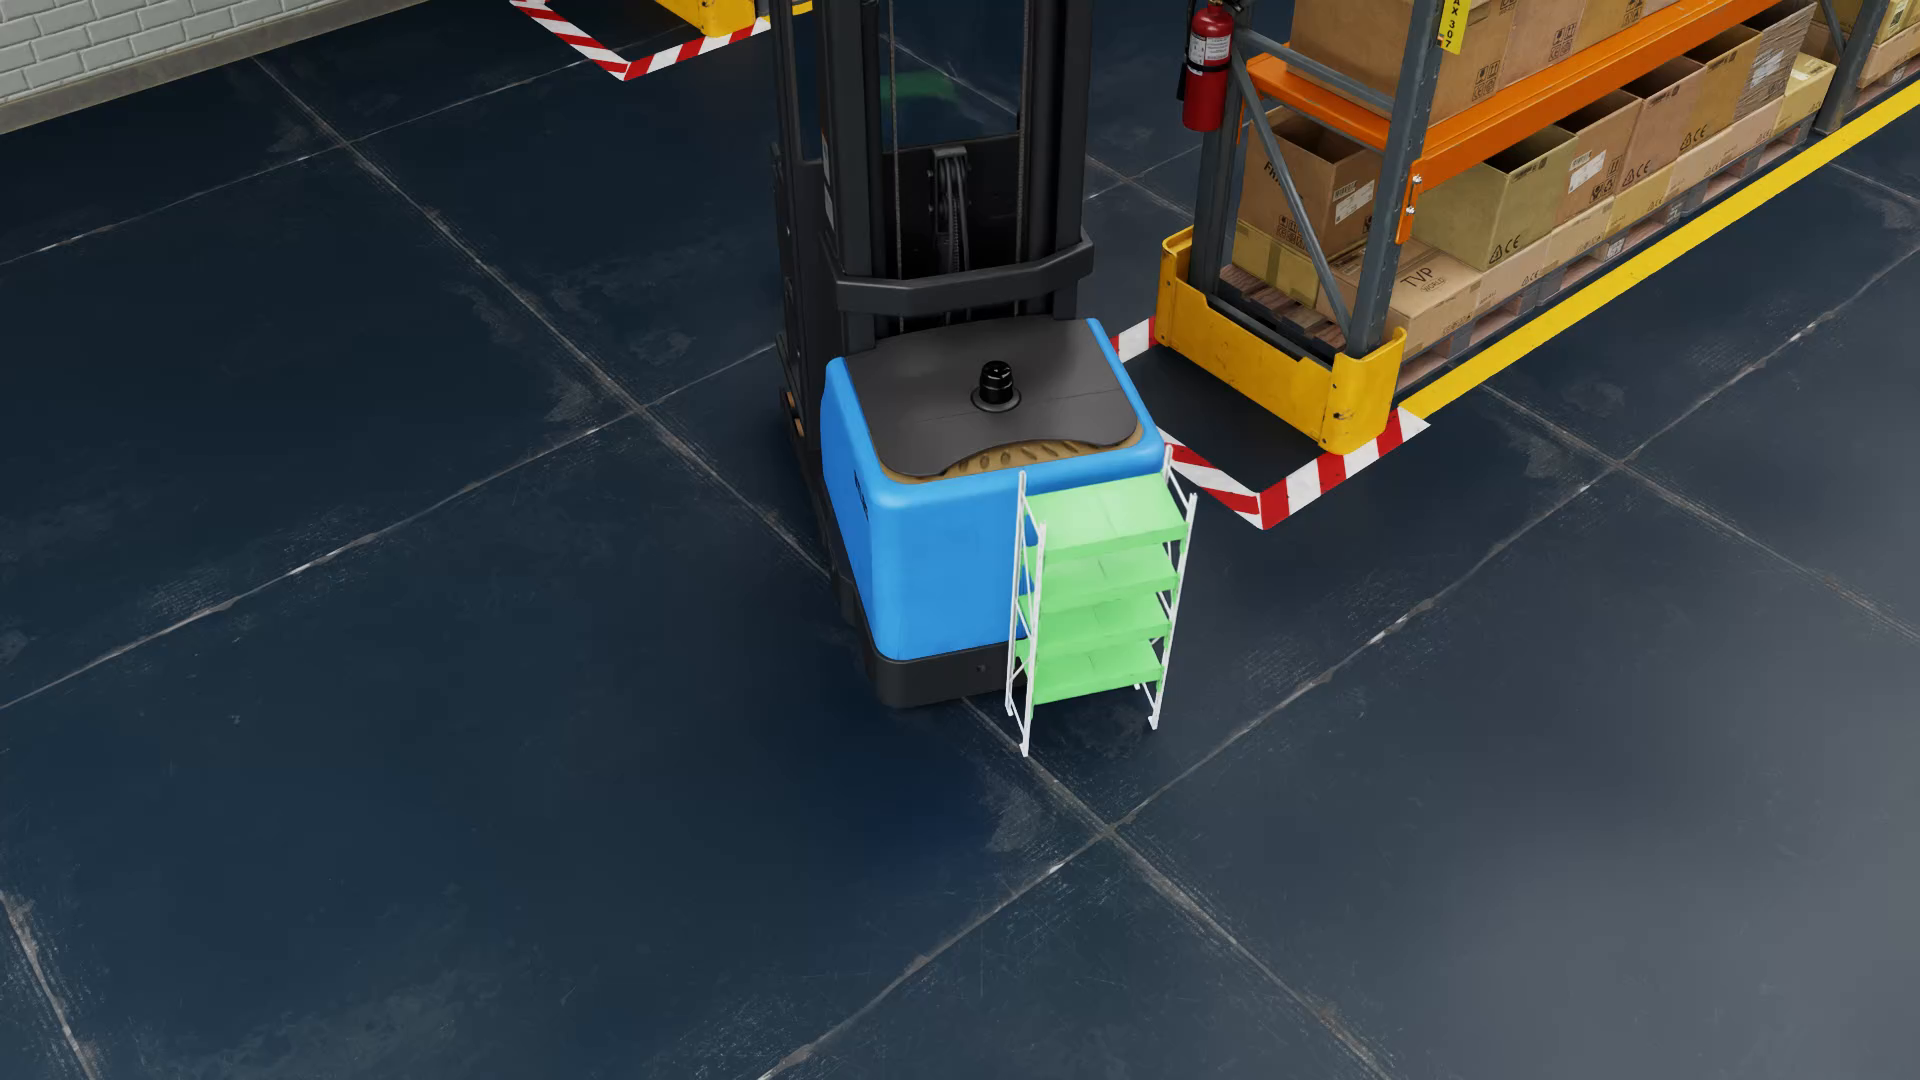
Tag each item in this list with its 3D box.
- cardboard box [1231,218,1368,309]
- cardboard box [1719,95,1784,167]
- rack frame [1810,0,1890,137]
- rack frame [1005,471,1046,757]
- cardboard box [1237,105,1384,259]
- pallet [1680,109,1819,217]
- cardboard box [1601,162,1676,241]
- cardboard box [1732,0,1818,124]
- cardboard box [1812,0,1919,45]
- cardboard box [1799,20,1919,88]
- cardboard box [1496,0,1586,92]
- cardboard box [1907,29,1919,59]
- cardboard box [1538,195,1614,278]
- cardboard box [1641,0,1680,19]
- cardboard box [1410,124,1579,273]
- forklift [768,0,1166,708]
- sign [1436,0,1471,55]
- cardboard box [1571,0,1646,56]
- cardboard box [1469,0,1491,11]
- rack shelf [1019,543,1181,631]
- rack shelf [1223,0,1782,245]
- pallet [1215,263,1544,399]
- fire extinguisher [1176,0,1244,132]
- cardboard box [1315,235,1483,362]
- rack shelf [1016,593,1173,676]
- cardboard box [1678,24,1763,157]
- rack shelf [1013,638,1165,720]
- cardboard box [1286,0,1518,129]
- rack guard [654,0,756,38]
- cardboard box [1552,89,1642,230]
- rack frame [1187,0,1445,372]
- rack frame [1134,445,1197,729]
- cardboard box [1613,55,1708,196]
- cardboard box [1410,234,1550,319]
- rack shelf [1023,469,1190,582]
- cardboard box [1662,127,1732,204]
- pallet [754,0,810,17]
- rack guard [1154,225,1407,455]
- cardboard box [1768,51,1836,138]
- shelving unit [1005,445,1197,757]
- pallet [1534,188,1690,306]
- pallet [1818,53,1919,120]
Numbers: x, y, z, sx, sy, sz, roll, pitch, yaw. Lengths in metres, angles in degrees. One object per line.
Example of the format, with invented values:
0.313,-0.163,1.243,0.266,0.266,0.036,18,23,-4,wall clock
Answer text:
1.625,-1.373,7.723,0.500,0.250,0.500,-30,51,-28,cardboard box
3.866,-2.207,8.610,0.500,0.250,0.500,-30,51,-28,cardboard box
4.471,-3.589,8.380,0.127,3.000,1.000,-30,51,-28,rack frame
0.214,0.278,5.565,0.015,1.200,0.240,-10,48,-11,rack frame
1.623,-1.648,7.467,0.500,0.500,0.500,-30,51,-28,cardboard box
3.834,-2.245,8.986,1.213,0.211,1.003,-30,51,-28,pallet
3.109,-1.759,8.134,0.500,0.250,0.500,-30,51,-28,cardboard box
3.865,-2.481,8.355,0.500,0.500,0.500,-30,51,-28,cardboard box
4.948,-2.995,9.040,0.500,0.311,0.500,-30,51,-28,cardboard box
4.939,-2.787,9.228,0.500,0.250,0.500,-31,51,-29,cardboard box
2.169,-2.300,6.935,0.500,0.500,0.700,-28,50,-27,cardboard box
5.332,-3.010,9.466,0.500,0.250,0.500,-29,50,-27,cardboard box
2.722,-1.542,7.903,0.500,0.250,0.500,-30,51,-28,cardboard box
2.955,-2.748,7.412,0.500,0.500,0.700,-28,50,-27,cardboard box
2.339,-1.595,7.412,0.500,0.500,0.500,-30,51,-28,cardboard box
-0.159,-1.486,6.191,1.130,2.935,3.031,-10,44,-11,forklift
1.754,-1.882,5.873,0.005,0.325,0.100,-30,51,-28,sign
2.554,-2.515,7.164,0.500,0.500,0.700,-29,51,-28,cardboard box
1.842,-2.164,6.316,0.250,0.149,0.380,-30,51,-28,cardboard box
0.452,0.115,5.482,0.480,0.148,0.258,-10,48,-11,rack shelf
2.937,-2.448,7.691,4.000,0.370,1.077,-30,51,-28,rack shelf
1.963,-1.173,7.845,1.213,0.211,1.003,-30,51,-28,pallet
1.014,-1.996,6.740,0.183,0.674,0.296,-30,51,-28,fire extinguisher
1.957,-1.101,7.433,0.500,0.250,0.500,-30,51,-28,cardboard box
0.448,0.278,5.658,0.480,0.148,0.258,-10,48,-11,rack shelf
3.484,-2.259,8.119,0.500,0.500,0.500,-30,51,-28,cardboard box
0.444,0.442,5.834,0.480,0.148,0.258,-10,48,-11,rack shelf
1.769,-2.067,6.686,0.500,0.500,0.700,-30,51,-28,cardboard box
-1.720,-3.554,10.169,0.348,0.500,1.175,-30,51,-28,rack guard
2.715,-1.822,7.653,0.500,0.500,0.500,-30,51,-28,cardboard box
1.403,-1.832,6.509,0.127,3.000,1.000,-30,51,-28,rack frame
0.685,0.191,5.657,0.015,1.200,0.240,-10,48,-11,rack frame
3.109,-2.032,7.877,0.500,0.500,0.500,-30,51,-28,cardboard box
2.338,-1.323,7.669,0.500,0.250,0.500,-30,51,-28,cardboard box
0.457,-0.049,5.306,0.480,0.148,0.258,-10,48,-11,rack shelf
3.492,-1.979,8.368,0.500,0.250,0.500,-30,51,-28,cardboard box
-1.074,-3.787,10.628,1.213,0.211,1.003,-30,51,-28,pallet
1.384,-0.910,7.354,0.348,0.500,1.175,-30,51,-28,rack guard
4.256,-2.421,8.839,0.500,0.250,0.500,-30,51,-28,cardboard box
0.449,0.235,5.611,0.503,1.200,0.258,-10,48,-11,shelving unit
2.898,-1.706,8.413,1.213,0.211,1.003,-30,51,-28,pallet
5.011,-2.916,9.701,1.213,0.211,1.003,-30,51,-28,pallet
